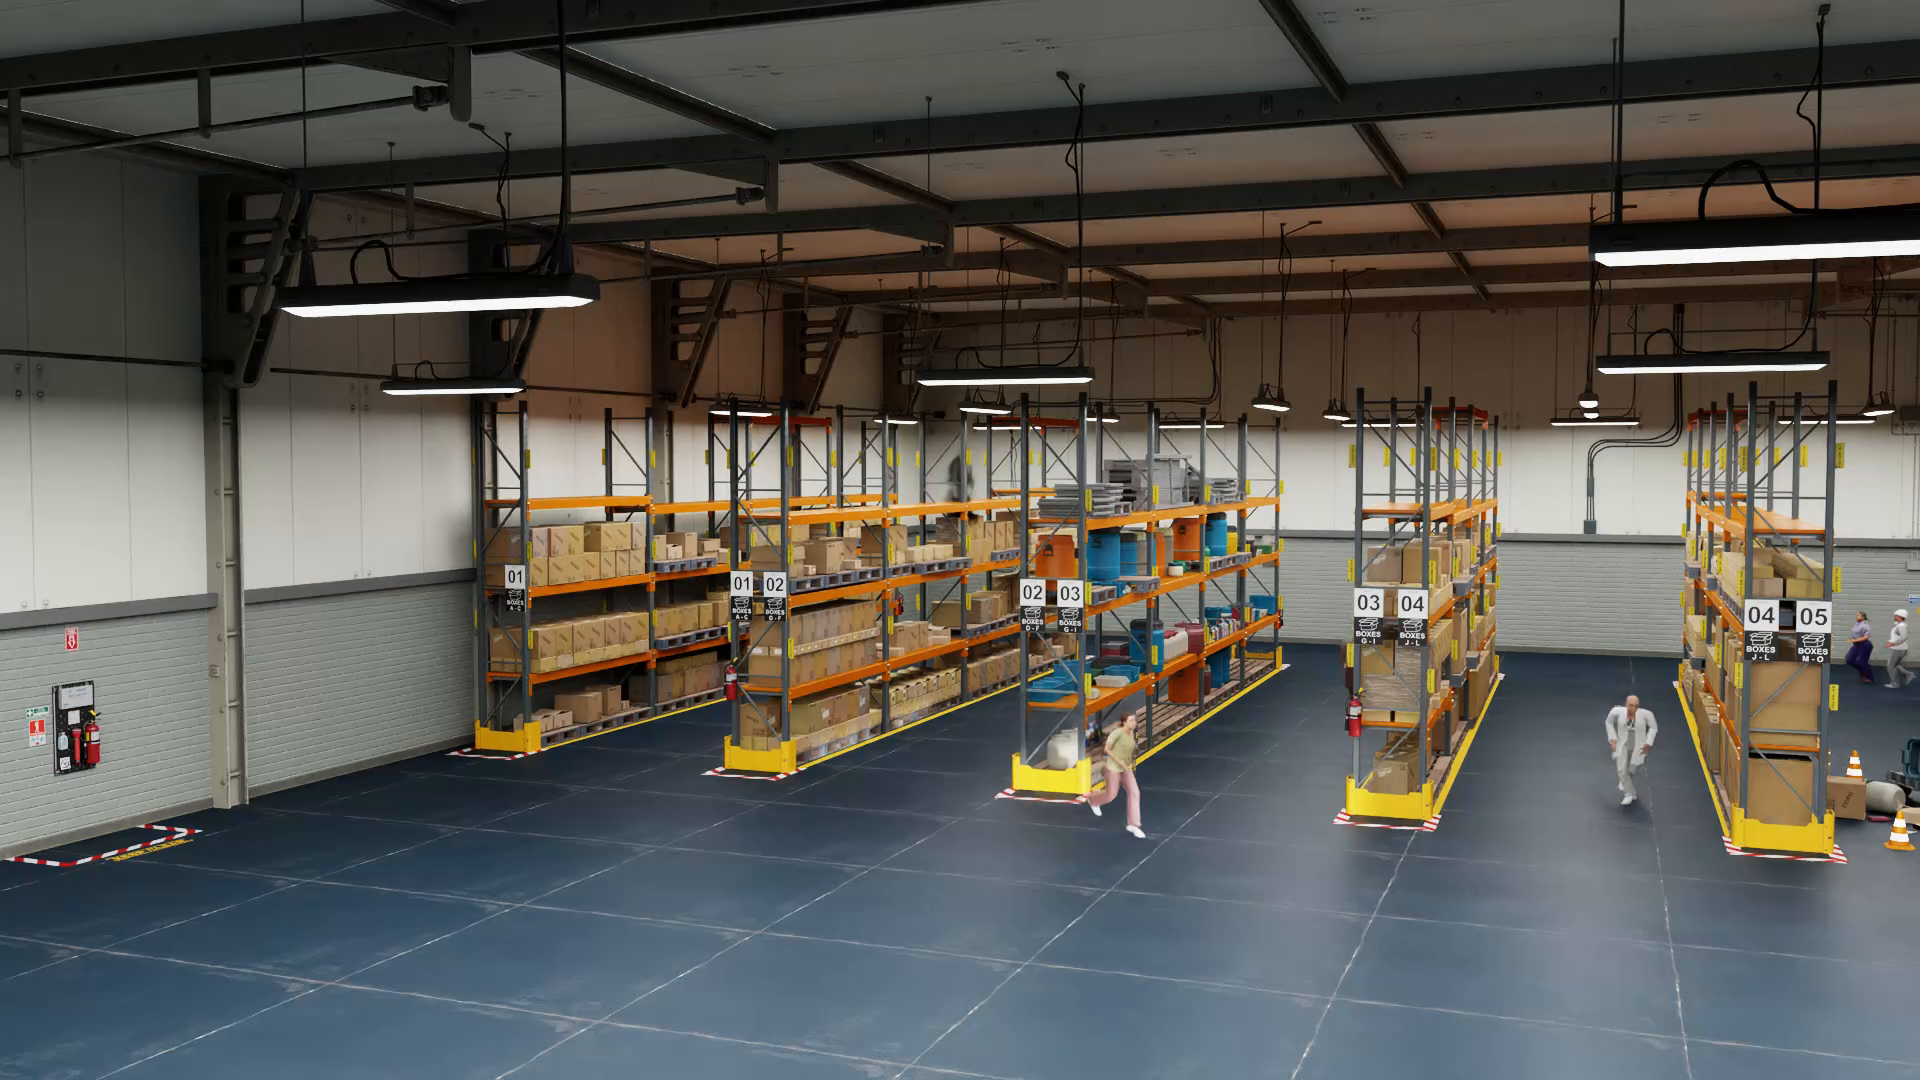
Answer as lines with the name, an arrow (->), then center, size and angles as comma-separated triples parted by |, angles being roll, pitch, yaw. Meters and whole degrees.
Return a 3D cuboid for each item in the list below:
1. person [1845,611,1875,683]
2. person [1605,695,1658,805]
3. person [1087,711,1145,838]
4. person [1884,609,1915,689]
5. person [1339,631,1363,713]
person -> 20.104, 2.397, 37.153 | 0.661, 1.578, 0.586 | 0, 3, -2
person -> 9.831, 3.030, 24.372 | 0.716, 1.626, 1.062 | 1, 3, 21
person -> 2.107, 3.104, 22.350 | 0.580, 1.659, 1.063 | -2, 4, -39
person -> 20.478, 2.376, 36.205 | 0.592, 1.736, 0.685 | 2, 3, 30
person -> 7.571, 2.576, 31.701 | 0.695, 1.763, 0.927 | 1, 3, 16
